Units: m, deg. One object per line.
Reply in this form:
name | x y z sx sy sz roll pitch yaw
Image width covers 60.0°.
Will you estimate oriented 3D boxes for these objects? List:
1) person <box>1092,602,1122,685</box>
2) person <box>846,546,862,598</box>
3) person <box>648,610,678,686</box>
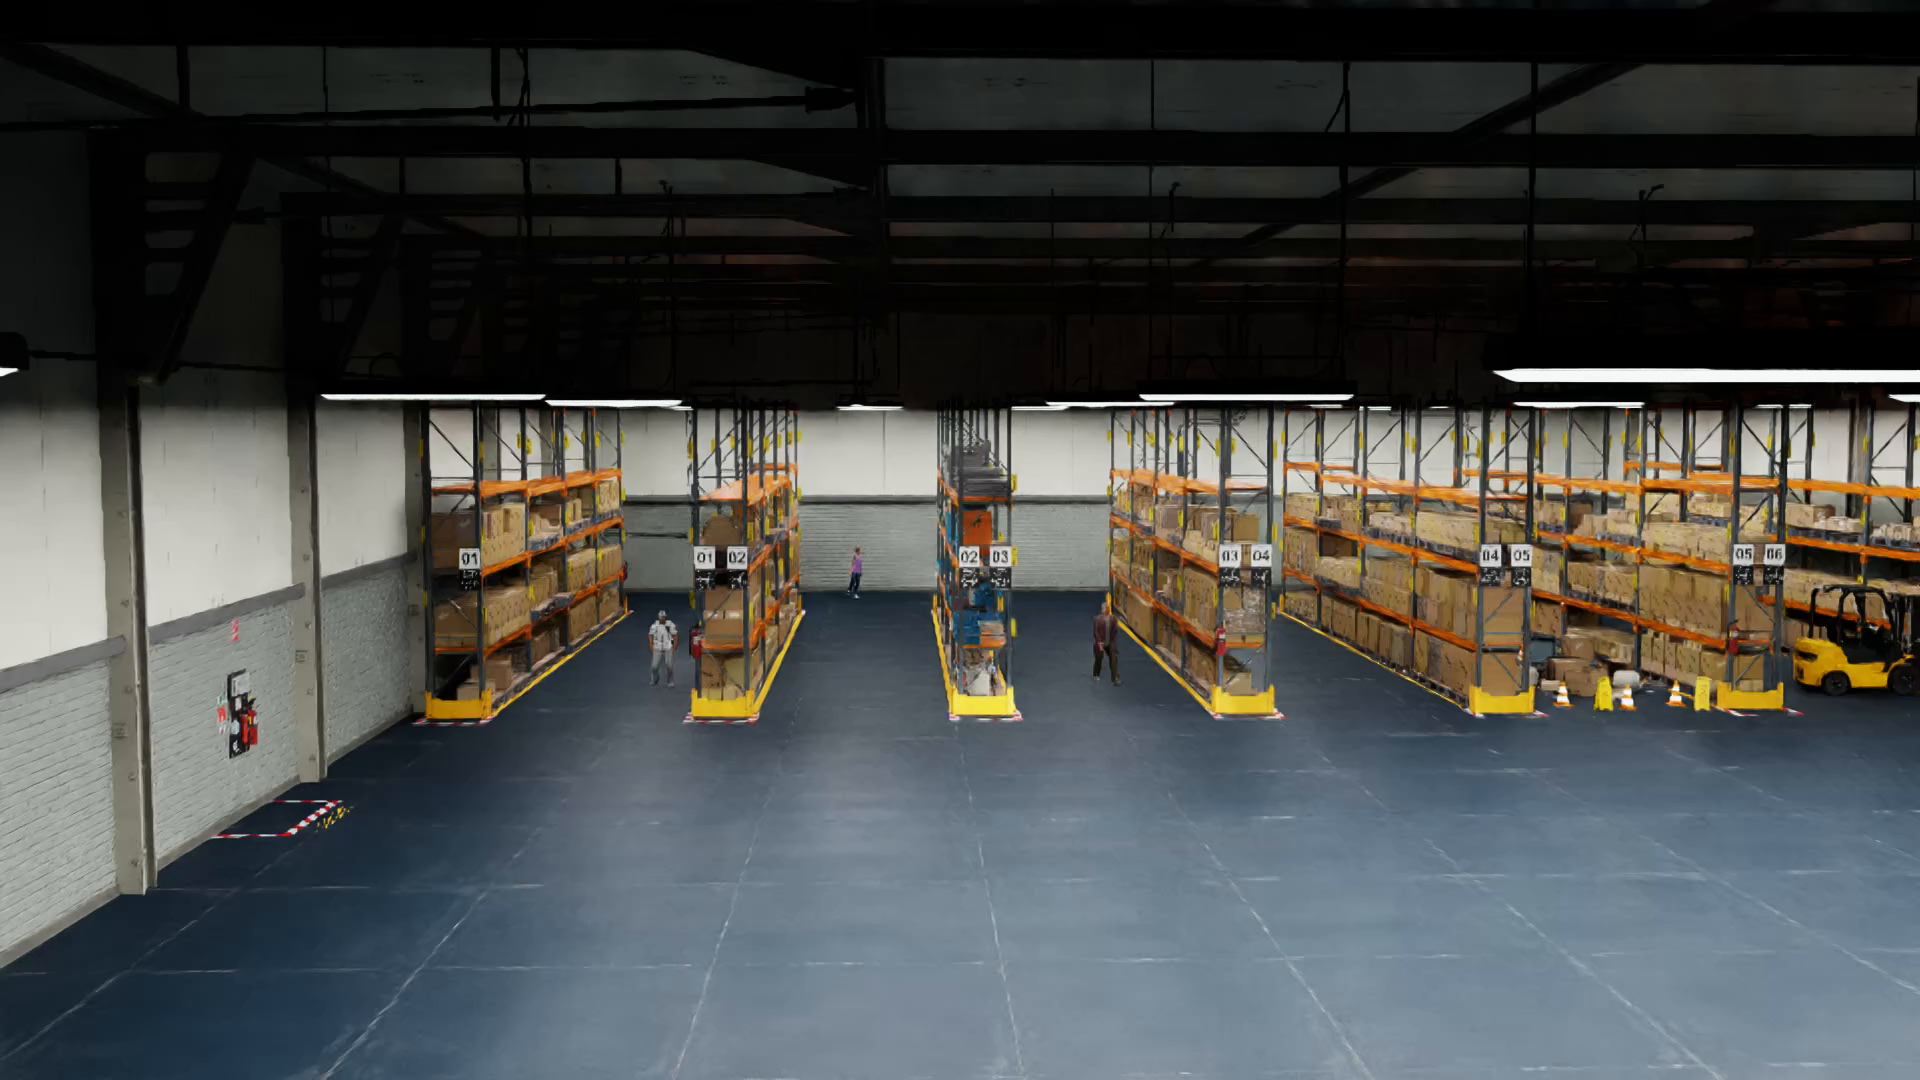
person | 3.047 2.155 34.898 0.580 1.715 1.104 -1 4 -11
person | -3.263 0.976 51.269 0.476 1.588 0.498 -4 6 -40
person | -6.184 2.254 34.612 0.625 1.611 0.568 0 4 -4
